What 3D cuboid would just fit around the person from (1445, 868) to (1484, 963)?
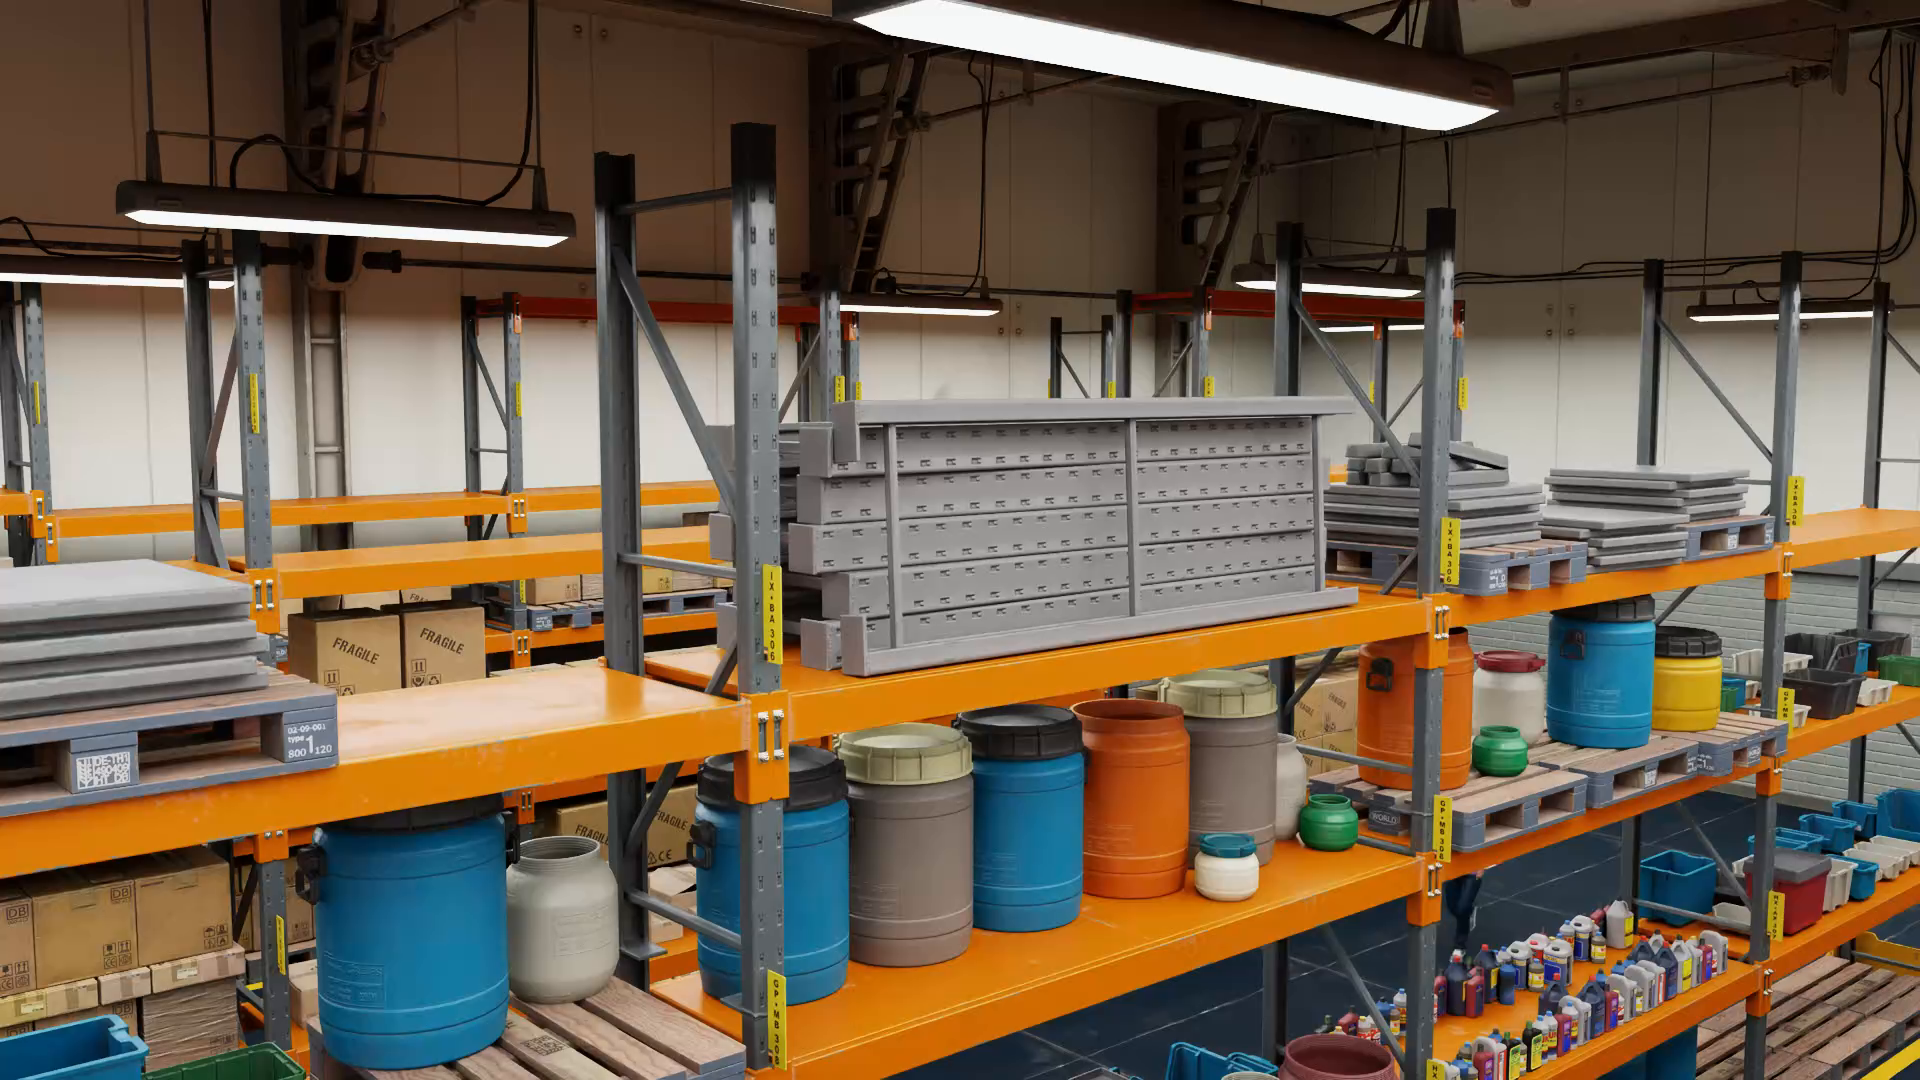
[{"bbox_3d":[4.583,2.985,15.020,0.530,1.570,0.684,4,7,37],"label":"person"}]
